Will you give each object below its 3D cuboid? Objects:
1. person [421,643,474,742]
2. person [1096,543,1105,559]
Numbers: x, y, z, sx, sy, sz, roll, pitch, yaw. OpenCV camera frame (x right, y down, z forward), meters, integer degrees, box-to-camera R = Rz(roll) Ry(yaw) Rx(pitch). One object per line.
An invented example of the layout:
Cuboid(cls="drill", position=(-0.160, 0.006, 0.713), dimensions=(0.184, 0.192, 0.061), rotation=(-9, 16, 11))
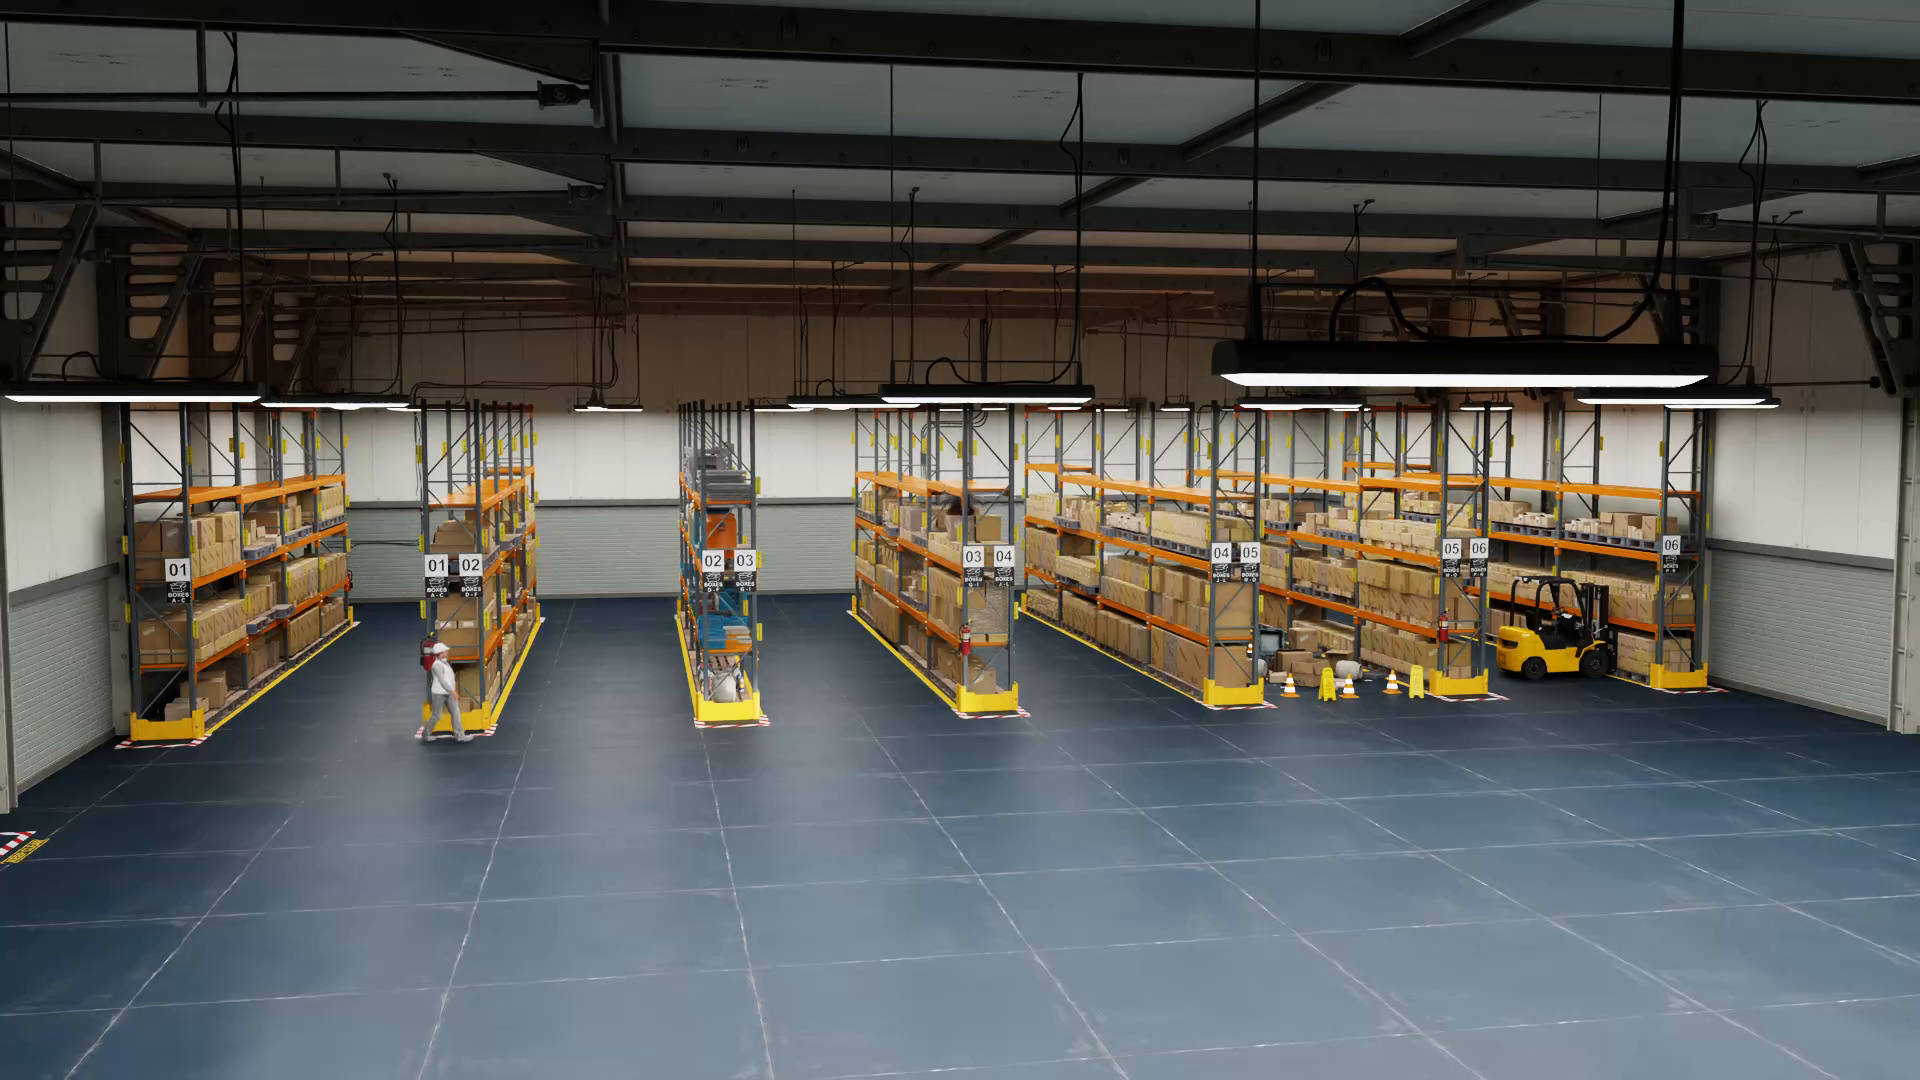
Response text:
Cuboid(cls="person", position=(-8.962, 2.659, 28.993), dimensions=(0.928, 1.736, 0.529), rotation=(1, 4, 13))
Cuboid(cls="person", position=(4.397, 0.919, 52.495), dimensions=(0.500, 1.660, 0.646), rotation=(4, 6, 42))
